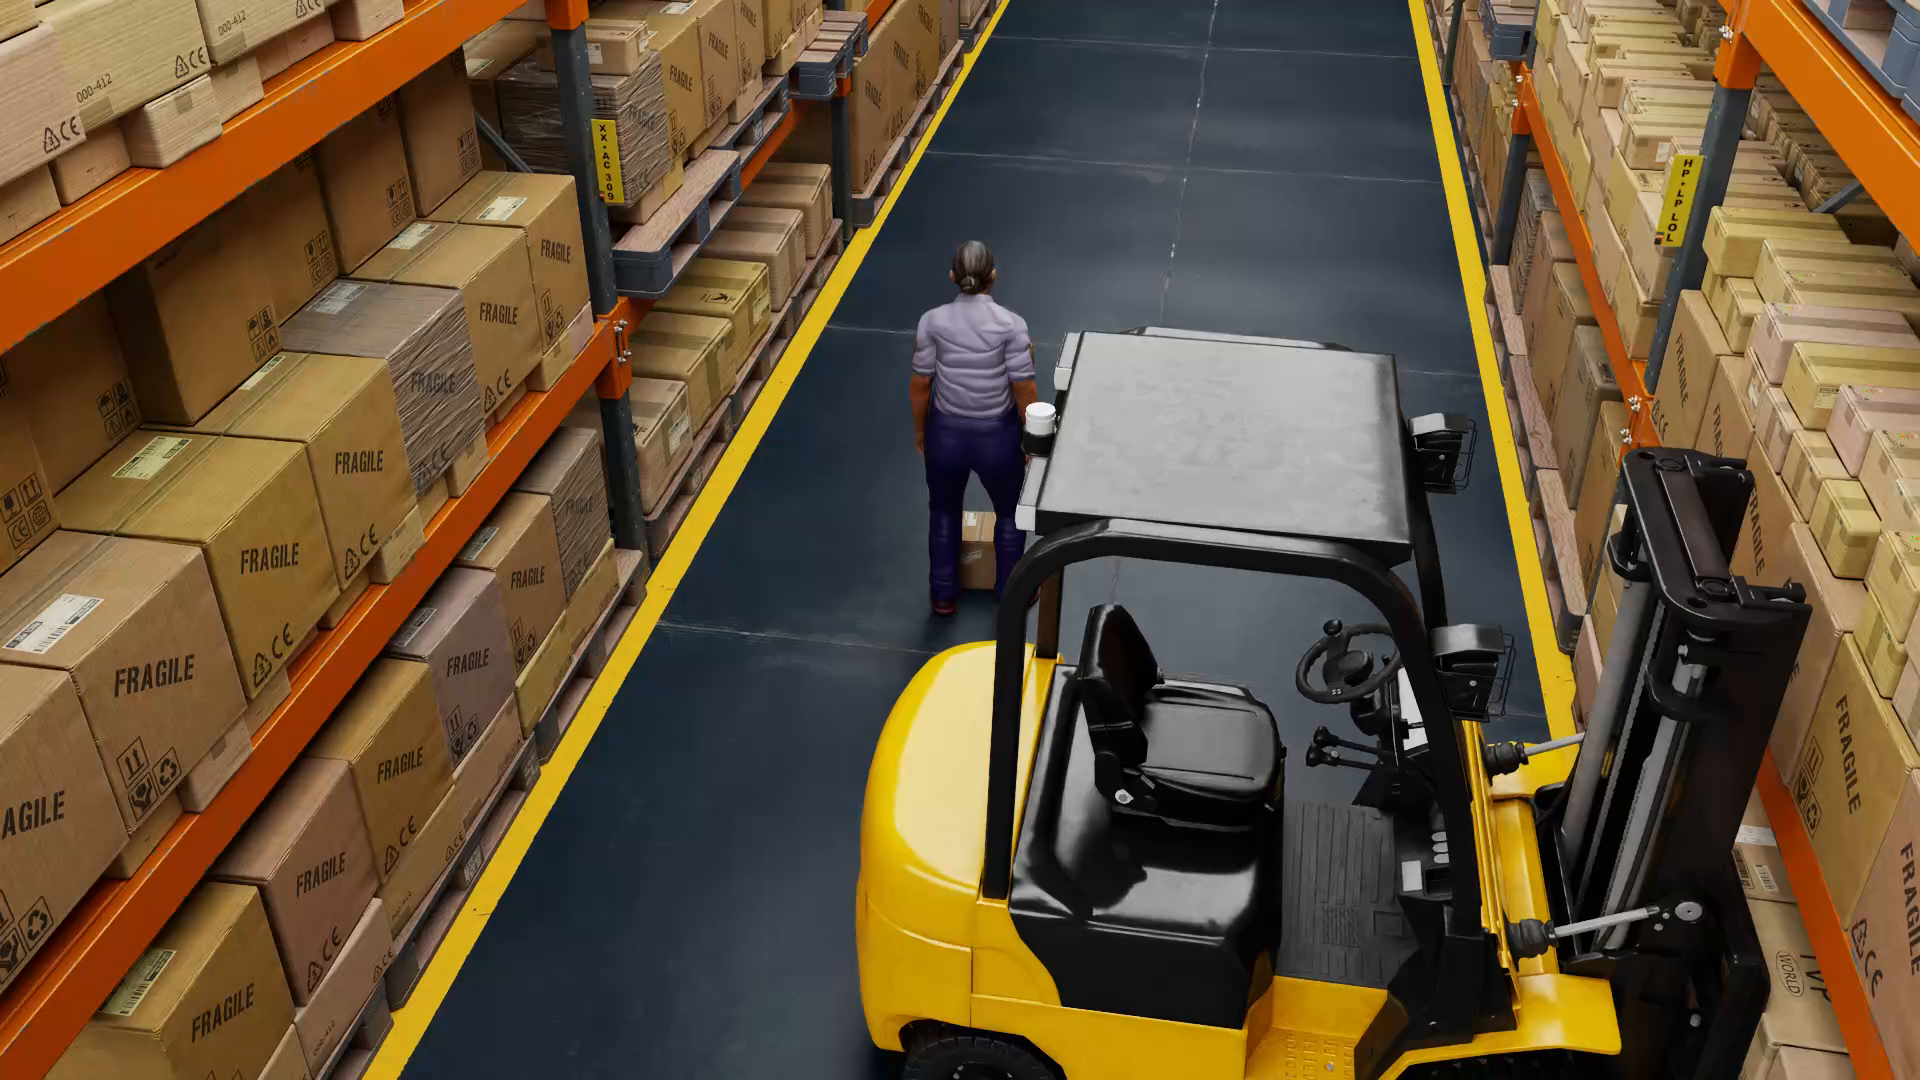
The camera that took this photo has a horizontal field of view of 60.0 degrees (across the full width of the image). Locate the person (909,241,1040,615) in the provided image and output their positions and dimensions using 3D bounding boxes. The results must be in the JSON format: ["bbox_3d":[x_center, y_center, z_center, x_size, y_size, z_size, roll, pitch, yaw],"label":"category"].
[{"bbox_3d":[0.067,-0.415,6.795,0.537,1.651,0.371,5,33,7],"label":"person"}]
